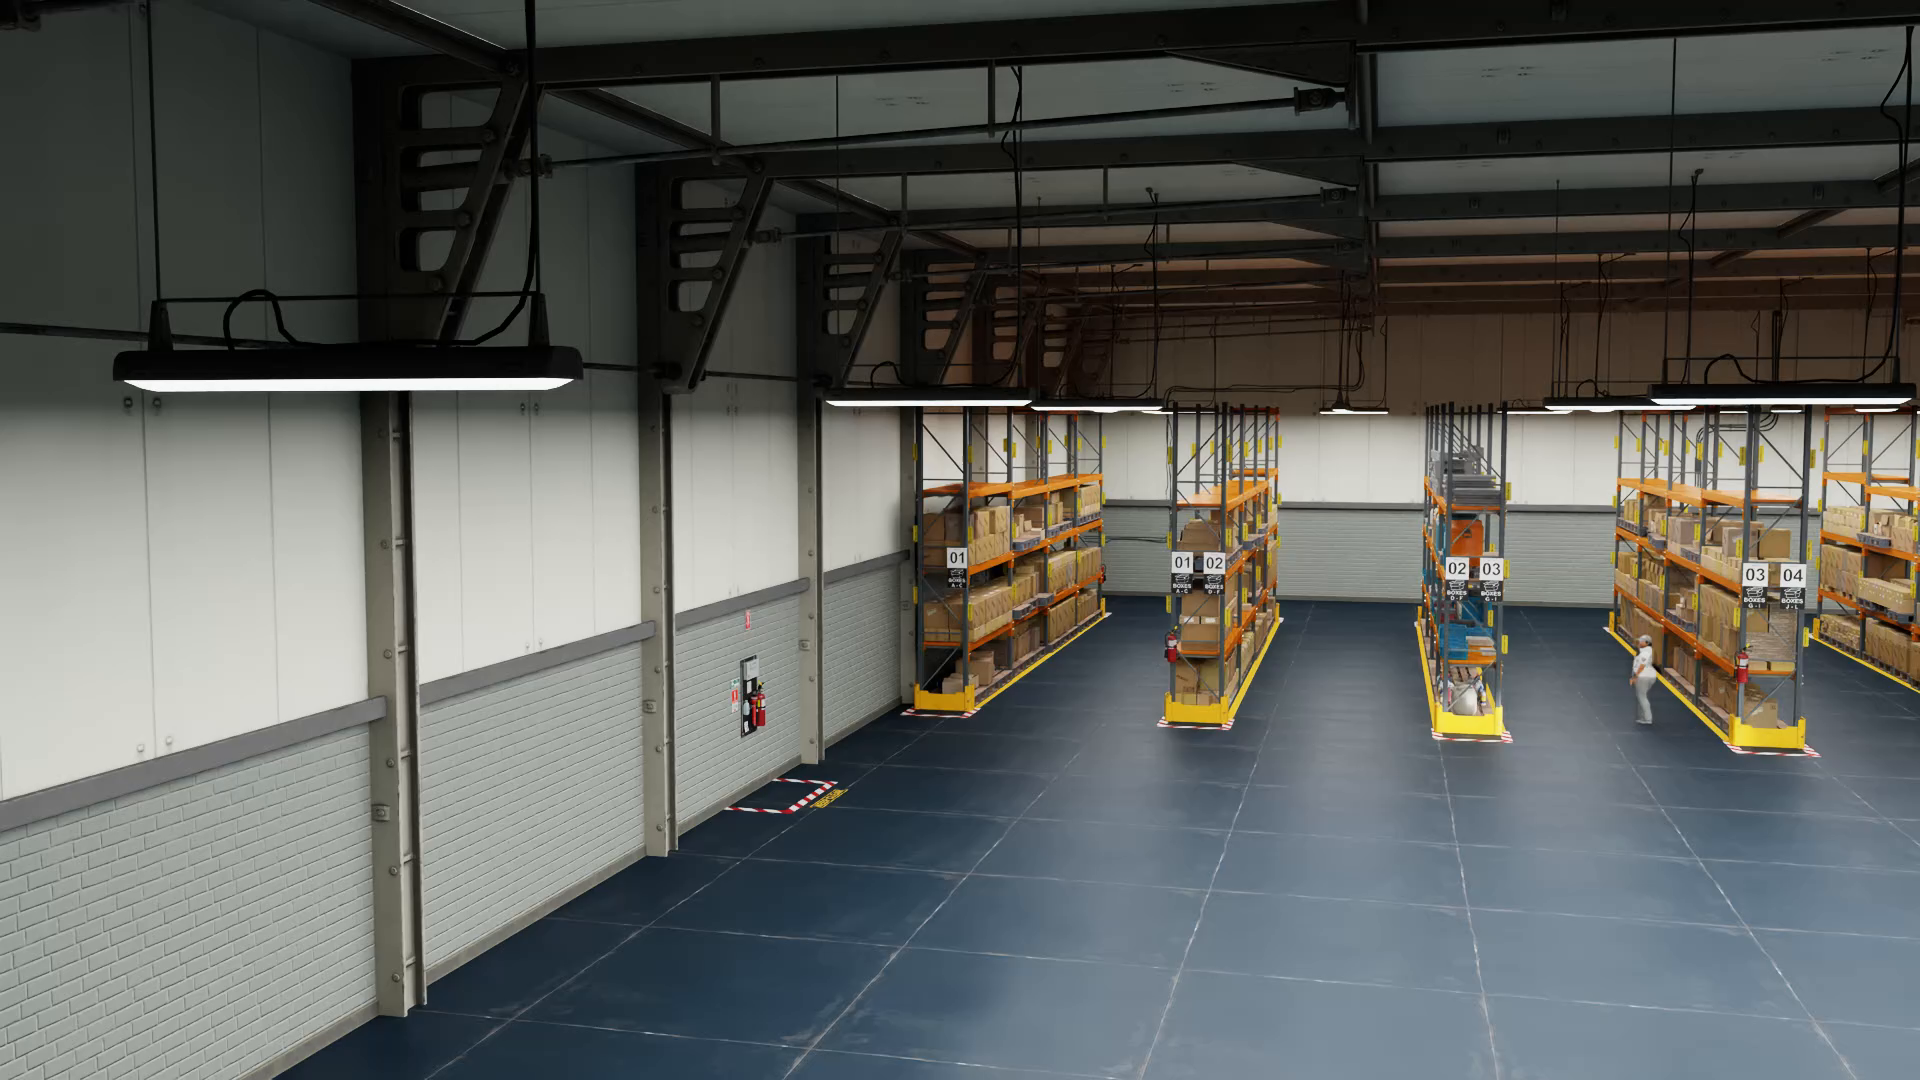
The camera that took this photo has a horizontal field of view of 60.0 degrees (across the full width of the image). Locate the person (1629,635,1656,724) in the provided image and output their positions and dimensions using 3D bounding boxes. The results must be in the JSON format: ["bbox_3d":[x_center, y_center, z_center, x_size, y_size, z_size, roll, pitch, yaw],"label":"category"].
[{"bbox_3d":[12.750,2.632,31.062,0.530,1.727,0.520,-3,5,-32],"label":"person"}]
